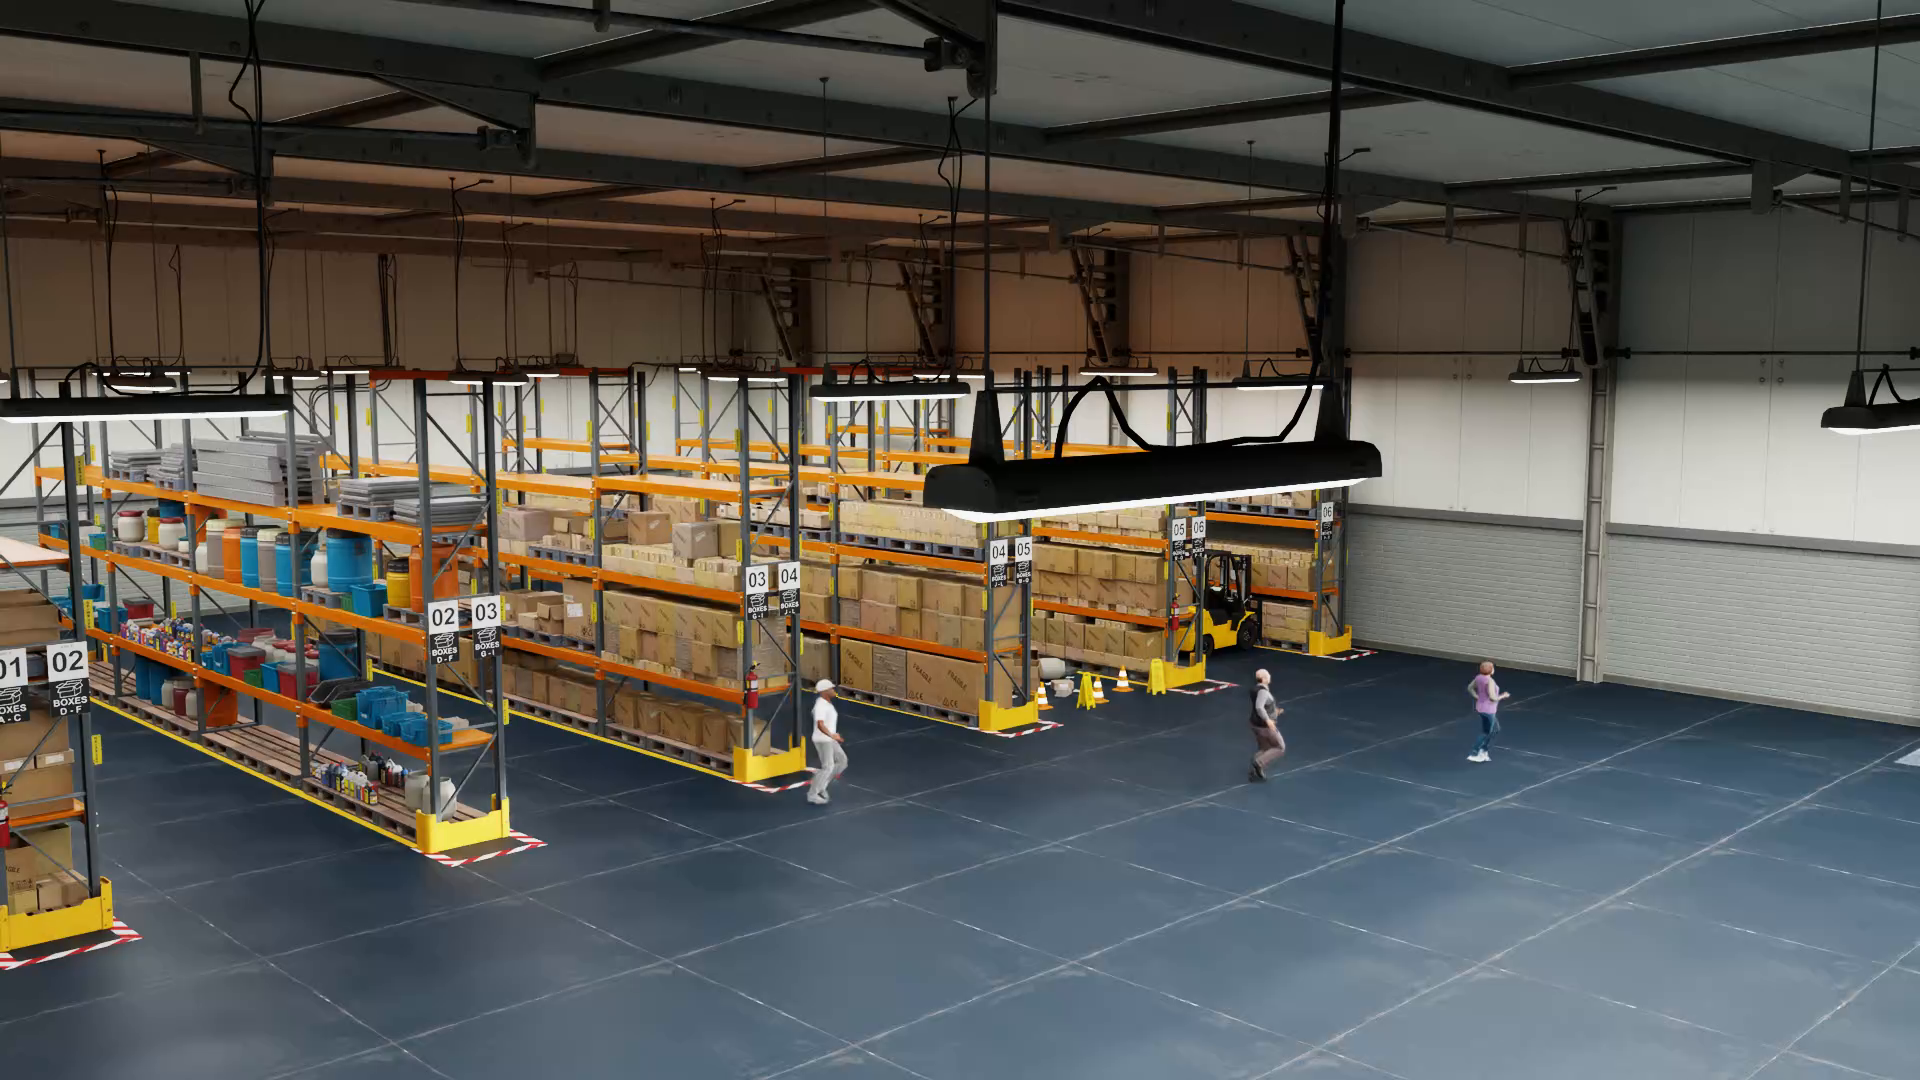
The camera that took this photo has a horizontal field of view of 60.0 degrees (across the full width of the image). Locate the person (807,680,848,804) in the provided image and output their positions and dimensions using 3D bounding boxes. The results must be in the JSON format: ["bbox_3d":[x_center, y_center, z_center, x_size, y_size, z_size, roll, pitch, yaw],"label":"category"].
[{"bbox_3d":[-1.868,2.822,23.534,0.567,1.698,0.765,0,6,3],"label":"person"}]

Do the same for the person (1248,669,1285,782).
[{"bbox_3d":[4.523,2.731,24.486,0.575,1.675,0.645,-1,7,-12],"label":"person"}]

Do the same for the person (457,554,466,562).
[{"bbox_3d":[-11.523,1.189,38.316,0.749,1.677,0.911,-1,7,-8],"label":"person"}]

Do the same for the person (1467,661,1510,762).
[{"bbox_3d":[8.135,2.655,25.619,0.625,1.604,0.515,0,6,-4],"label":"person"}]
